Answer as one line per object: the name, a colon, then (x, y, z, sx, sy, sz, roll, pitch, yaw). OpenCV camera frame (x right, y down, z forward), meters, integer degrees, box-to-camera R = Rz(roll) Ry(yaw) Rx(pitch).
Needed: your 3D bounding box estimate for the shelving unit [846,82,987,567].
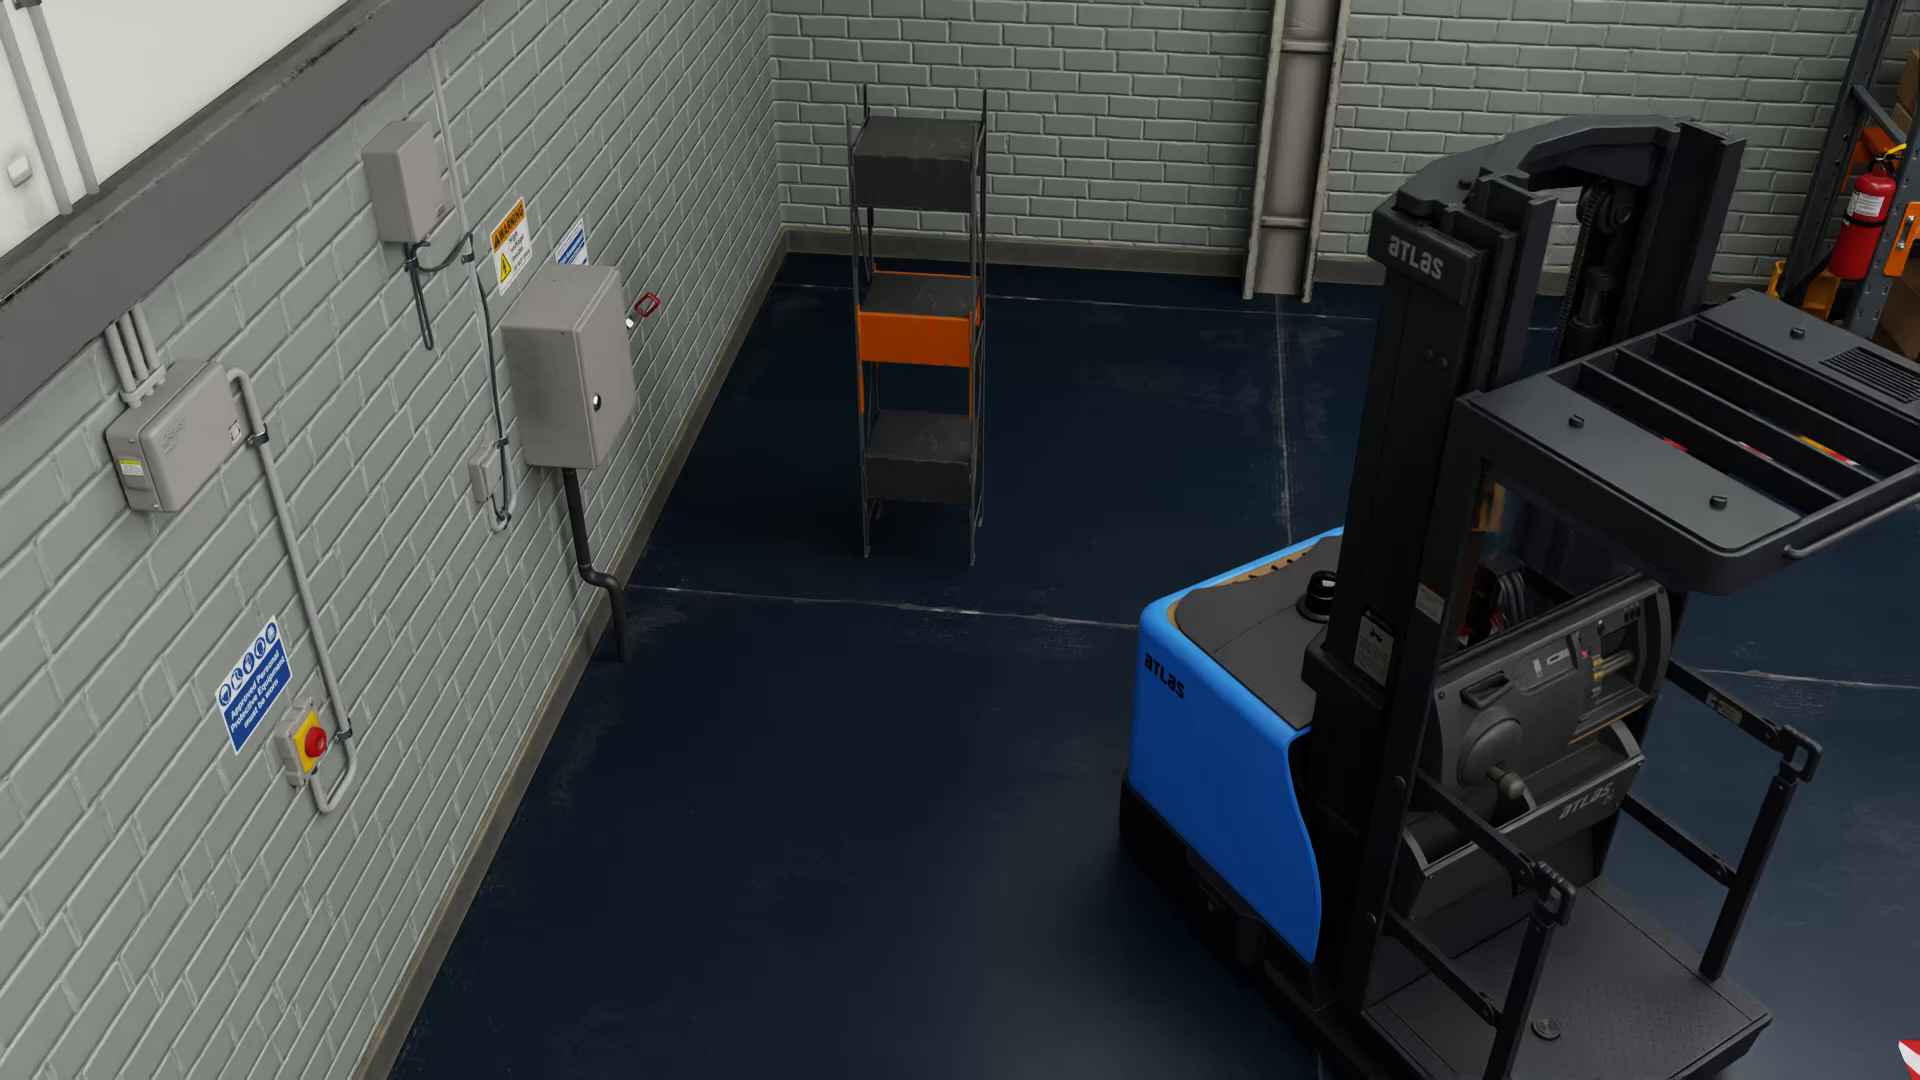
shelving unit: (-0.164, -0.867, 7.157, 0.503, 2.100, 0.431, 4, 36, 6)

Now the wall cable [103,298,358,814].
wall cable: (-1.798, 0.042, 4.208, 0.123, 1.953, 0.585, 4, 36, 6)

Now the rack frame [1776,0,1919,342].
rack frame: (4.426, -1.988, 7.954, 0.127, 3.000, 1.000, 4, 36, 6)

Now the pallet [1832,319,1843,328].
pallet: (5.293, -0.789, 8.674, 1.213, 0.211, 1.003, 4, 36, 6)

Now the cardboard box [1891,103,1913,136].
cardboard box: (4.789, -2.016, 8.209, 0.250, 0.149, 0.380, 4, 36, 5)

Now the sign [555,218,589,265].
sign: (-1.528, -0.993, 6.641, 0.001, 0.494, 0.329, 4, 36, 6)

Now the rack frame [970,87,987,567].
rack frame: (0.078, -0.849, 7.132, 0.015, 2.100, 0.400, 4, 36, 6)

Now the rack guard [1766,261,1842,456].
rack guard: (4.502, -0.965, 8.672, 0.348, 0.500, 1.175, 4, 36, 6)

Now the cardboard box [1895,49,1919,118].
cardboard box: (4.916, -2.167, 8.078, 0.500, 0.250, 0.500, 5, 36, 7)

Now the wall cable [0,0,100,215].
wall cable: (-1.880, -1.829, 2.566, 0.029, 3.000, 0.463, 4, 36, 6)

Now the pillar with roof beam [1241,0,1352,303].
pillar with roof beam: (1.318, -2.669, 3.743, 0.400, 9.000, 9.100, 4, 36, 6)

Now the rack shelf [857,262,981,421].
rack shelf: (-0.164, -0.856, 7.165, 0.480, 0.518, 0.431, 4, 36, 6)

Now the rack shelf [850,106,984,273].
rack shelf: (-0.164, -1.426, 6.758, 0.480, 0.518, 0.431, 4, 36, 6)

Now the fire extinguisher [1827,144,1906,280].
fire extinguisher: (4.221, -1.550, 7.727, 0.183, 0.674, 0.296, 4, 36, 6)

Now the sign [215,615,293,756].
sign: (-1.865, 0.381, 4.401, 0.001, 0.218, 0.327, 4, 36, 6)

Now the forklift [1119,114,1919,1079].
forklift: (1.792, 0.484, 4.549, 1.130, 2.935, 3.031, -20, 40, -25)

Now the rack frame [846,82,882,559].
rack frame: (-0.406, -0.885, 7.183, 0.015, 2.100, 0.400, 4, 36, 6)

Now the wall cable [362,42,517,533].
wall cable: (-1.629, -0.763, 5.363, 0.122, 1.984, 0.588, 4, 36, 6)

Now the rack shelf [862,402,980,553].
rack shelf: (-0.164, -0.286, 7.572, 0.480, 0.518, 0.431, 4, 36, 6)

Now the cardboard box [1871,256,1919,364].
cardboard box: (5.021, -1.043, 8.417, 0.637, 0.503, 0.797, 3, 36, 4)

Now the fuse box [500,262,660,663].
fuse box: (-1.386, -0.207, 6.567, 0.414, 1.711, 0.539, 4, 36, 6)

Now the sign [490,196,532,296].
sign: (-1.598, -1.051, 5.930, 0.001, 0.242, 0.339, 4, 36, 6)

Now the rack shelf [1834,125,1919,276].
rack shelf: (6.410, -1.548, 7.956, 4.000, 0.370, 1.077, 4, 36, 6)
